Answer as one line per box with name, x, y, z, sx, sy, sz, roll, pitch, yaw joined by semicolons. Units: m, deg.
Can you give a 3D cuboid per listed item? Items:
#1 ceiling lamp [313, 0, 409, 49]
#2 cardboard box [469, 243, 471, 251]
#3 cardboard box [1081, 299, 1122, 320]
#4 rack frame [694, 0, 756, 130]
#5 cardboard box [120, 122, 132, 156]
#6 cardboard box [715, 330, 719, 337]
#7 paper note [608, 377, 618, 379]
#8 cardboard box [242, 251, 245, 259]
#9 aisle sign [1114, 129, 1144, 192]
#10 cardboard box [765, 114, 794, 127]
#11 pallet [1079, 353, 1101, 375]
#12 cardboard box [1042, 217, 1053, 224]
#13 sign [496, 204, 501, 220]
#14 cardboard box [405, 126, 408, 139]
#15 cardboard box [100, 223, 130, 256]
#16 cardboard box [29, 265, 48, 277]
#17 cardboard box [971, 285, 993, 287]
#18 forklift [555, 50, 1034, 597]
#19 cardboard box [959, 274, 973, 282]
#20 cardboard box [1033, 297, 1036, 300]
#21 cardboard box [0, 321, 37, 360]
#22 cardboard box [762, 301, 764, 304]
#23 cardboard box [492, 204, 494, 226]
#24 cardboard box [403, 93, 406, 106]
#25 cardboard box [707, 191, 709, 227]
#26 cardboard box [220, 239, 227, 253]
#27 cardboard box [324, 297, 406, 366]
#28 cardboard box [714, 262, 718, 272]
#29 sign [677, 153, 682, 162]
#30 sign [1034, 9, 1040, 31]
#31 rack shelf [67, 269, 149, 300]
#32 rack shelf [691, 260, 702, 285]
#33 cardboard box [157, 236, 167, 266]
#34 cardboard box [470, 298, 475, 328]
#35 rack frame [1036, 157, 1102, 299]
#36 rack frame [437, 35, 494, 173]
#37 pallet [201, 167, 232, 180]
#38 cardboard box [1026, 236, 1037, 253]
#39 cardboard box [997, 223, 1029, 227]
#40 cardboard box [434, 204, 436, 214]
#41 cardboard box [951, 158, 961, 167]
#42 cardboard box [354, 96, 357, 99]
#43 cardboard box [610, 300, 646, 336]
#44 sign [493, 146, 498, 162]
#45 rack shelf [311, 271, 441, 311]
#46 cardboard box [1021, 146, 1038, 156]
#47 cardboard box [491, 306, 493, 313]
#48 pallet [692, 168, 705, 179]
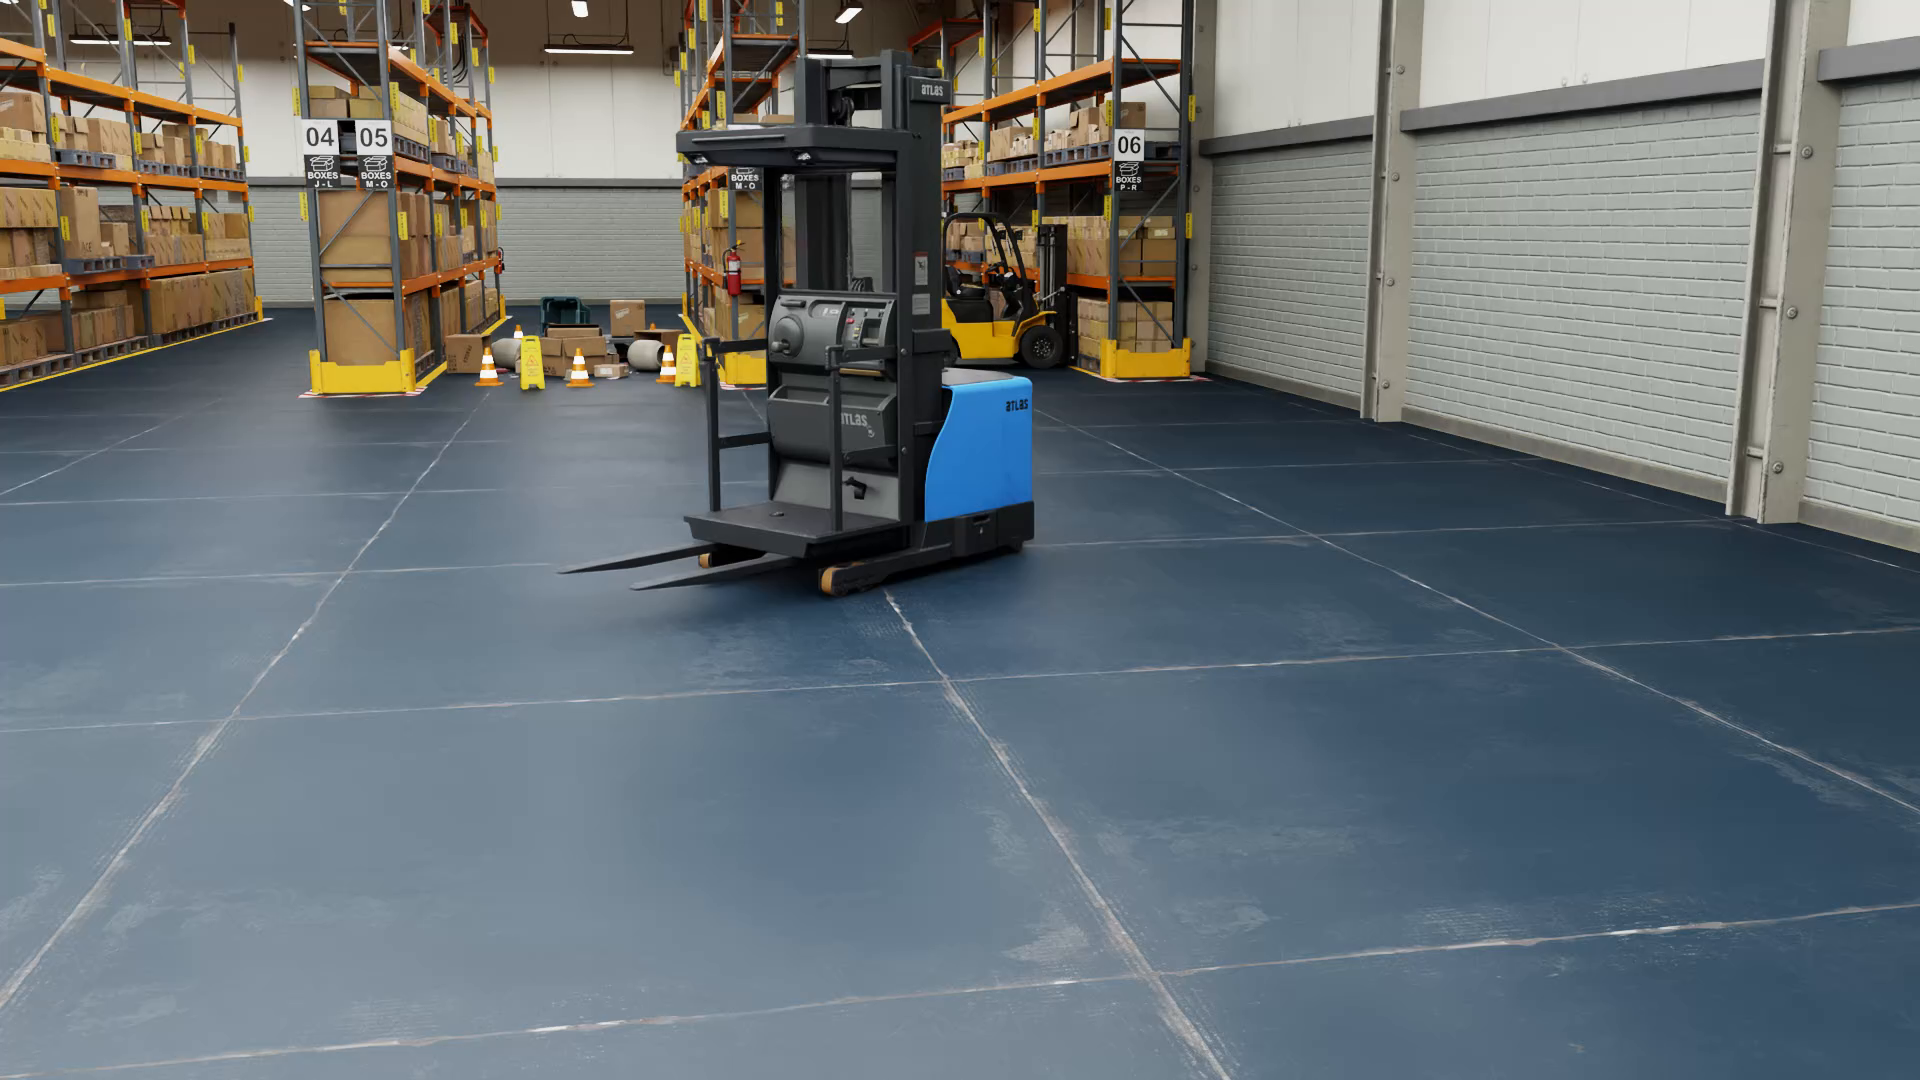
ceiling lamp;-13.267;-12.458;36.474;2.000;3.185;0.800;-2;11;-11
cardboard box;-9.152;-5.365;30.412;0.380;0.149;0.250;-3;11;-14
cardboard box;1.968;-3.180;22.937;0.500;0.250;0.500;-2;11;-10
rack frame;-3.956;-7.900;28.133;1.000;3.000;0.127;-2;11;-11
cardboard box;-13.338;-6.282;26.052;0.500;0.500;0.500;-2;11;-10
cardboard box;-3.328;-2.956;24.437;0.500;0.250;0.500;-3;11;-14
paper note;-4.536;-2.128;21.793;0.148;0.019;0.142;-6;13;-31
cardboard box;-14.740;-5.789;33.759;0.380;0.149;0.250;-2;11;-11
aisle sign;2.193;-4.921;21.575;0.394;0.787;0.004;-2;11;-11
cardboard box;-2.269;-5.300;21.035;0.380;0.149;0.250;-2;11;-11
pallet;2.279;-2.435;22.927;1.003;0.211;1.213;-2;11;-11
cardboard box;1.461;-4.845;25.330;0.380;0.149;0.250;-2;11;-10
sign;-9.799;-6.962;35.309;0.100;0.325;0.005;-2;11;-11
cardboard box;-7.185;-5.152;21.001;0.380;0.149;0.250;-2;11;-11
cardboard box;-13.326;-4.651;25.721;0.700;0.500;0.500;0;11;-3
cardboard box;-12.381;-3.570;22.104;0.380;0.149;0.250;-2;11;-11
cardboard box;0.421;-4.707;31.230;0.380;0.149;0.250;-2;11;-12
forklift;-0.874;-1.234;9.341;1.130;2.935;3.031;9;14;39
cardboard box;0.041;-5.189;32.969;0.380;0.149;0.250;-3;11;-14
cardboard box;1.578;-3.535;26.475;0.875;0.625;0.625;-2;11;-8
cardboard box;-12.741;-2.657;22.197;0.500;0.500;0.500;1;11;7
cardboard box;-2.397;-2.967;22.489;0.500;0.500;0.500;-3;11;-13
cardboard box;-9.916;-6.740;34.347;0.500;0.500;0.500;-3;11;-13
cardboard box;-7.185;-5.543;20.924;0.380;0.149;0.250;-2;11;-12
cardboard box;-3.156;-4.629;23.258;0.700;0.500;0.500;-2;11;-12
cardboard box;-14.487;-5.680;32.122;0.500;0.250;0.500;-2;11;-10
cardboard box;-7.432;-2.571;20.742;0.875;0.875;0.875;-2;11;-11
cardboard box;-3.431;-4.026;24.498;0.380;0.149;0.250;-2;11;-11
sign;-6.057;-8.342;35.933;0.100;0.325;0.005;-2;11;-11
sign;1.160;-7.823;25.021;0.100;0.325;0.005;-2;11;-11
rack shelf;-13.288;-3.872;24.941;1.077;0.370;4.000;-2;11;-11
rack shelf;-4.345;-4.966;30.689;1.077;0.370;4.000;-2;11;-11
cardboard box;-13.607;-4.835;27.808;0.500;0.500;0.500;-2;11;-13
cardboard box;-8.780;-3.963;29.060;0.500;0.500;0.500;-2;11;-10
rack frame;1.690;-4.400;25.792;1.000;3.000;0.127;-2;11;-11
rack frame;-10.348;-9.168;34.799;1.000;3.000;0.127;-2;11;-11
pallet;-14.837;-7.129;32.346;1.003;0.211;1.213;-2;11;-11
cardboard box;1.344;-4.653;26.183;0.500;0.250;0.500;-2;11;-12
cardboard box;0.966;-5.489;30.123;0.500;0.500;0.500;-2;11;-8
cardboard box;-8.316;-4.838;25.153;0.700;0.500;0.500;-2;11;-11
cardboard box;0.044;-7.169;31.601;0.380;0.149;0.250;-2;11;-10
cardboard box;-7.931;-5.613;21.291;0.380;0.149;0.250;-2;11;-11
cardboard box;-4.918;-3.293;24.634;0.500;0.500;0.500;-2;11;-11
sign;-9.799;-8.146;35.083;0.100;0.325;0.005;-2;11;-11
rack shelf;-7.625;-3.300;21.937;1.077;0.370;4.000;-2;11;-11
cardboard box;1.179;-6.196;26.488;0.380;0.149;0.250;-2;11;-11
cardboard box;-9.719;-4.703;33.884;0.380;0.149;0.250;-2;11;-10
pallet;-4.353;-6.654;30.119;1.003;0.211;1.213;-2;11;-8
